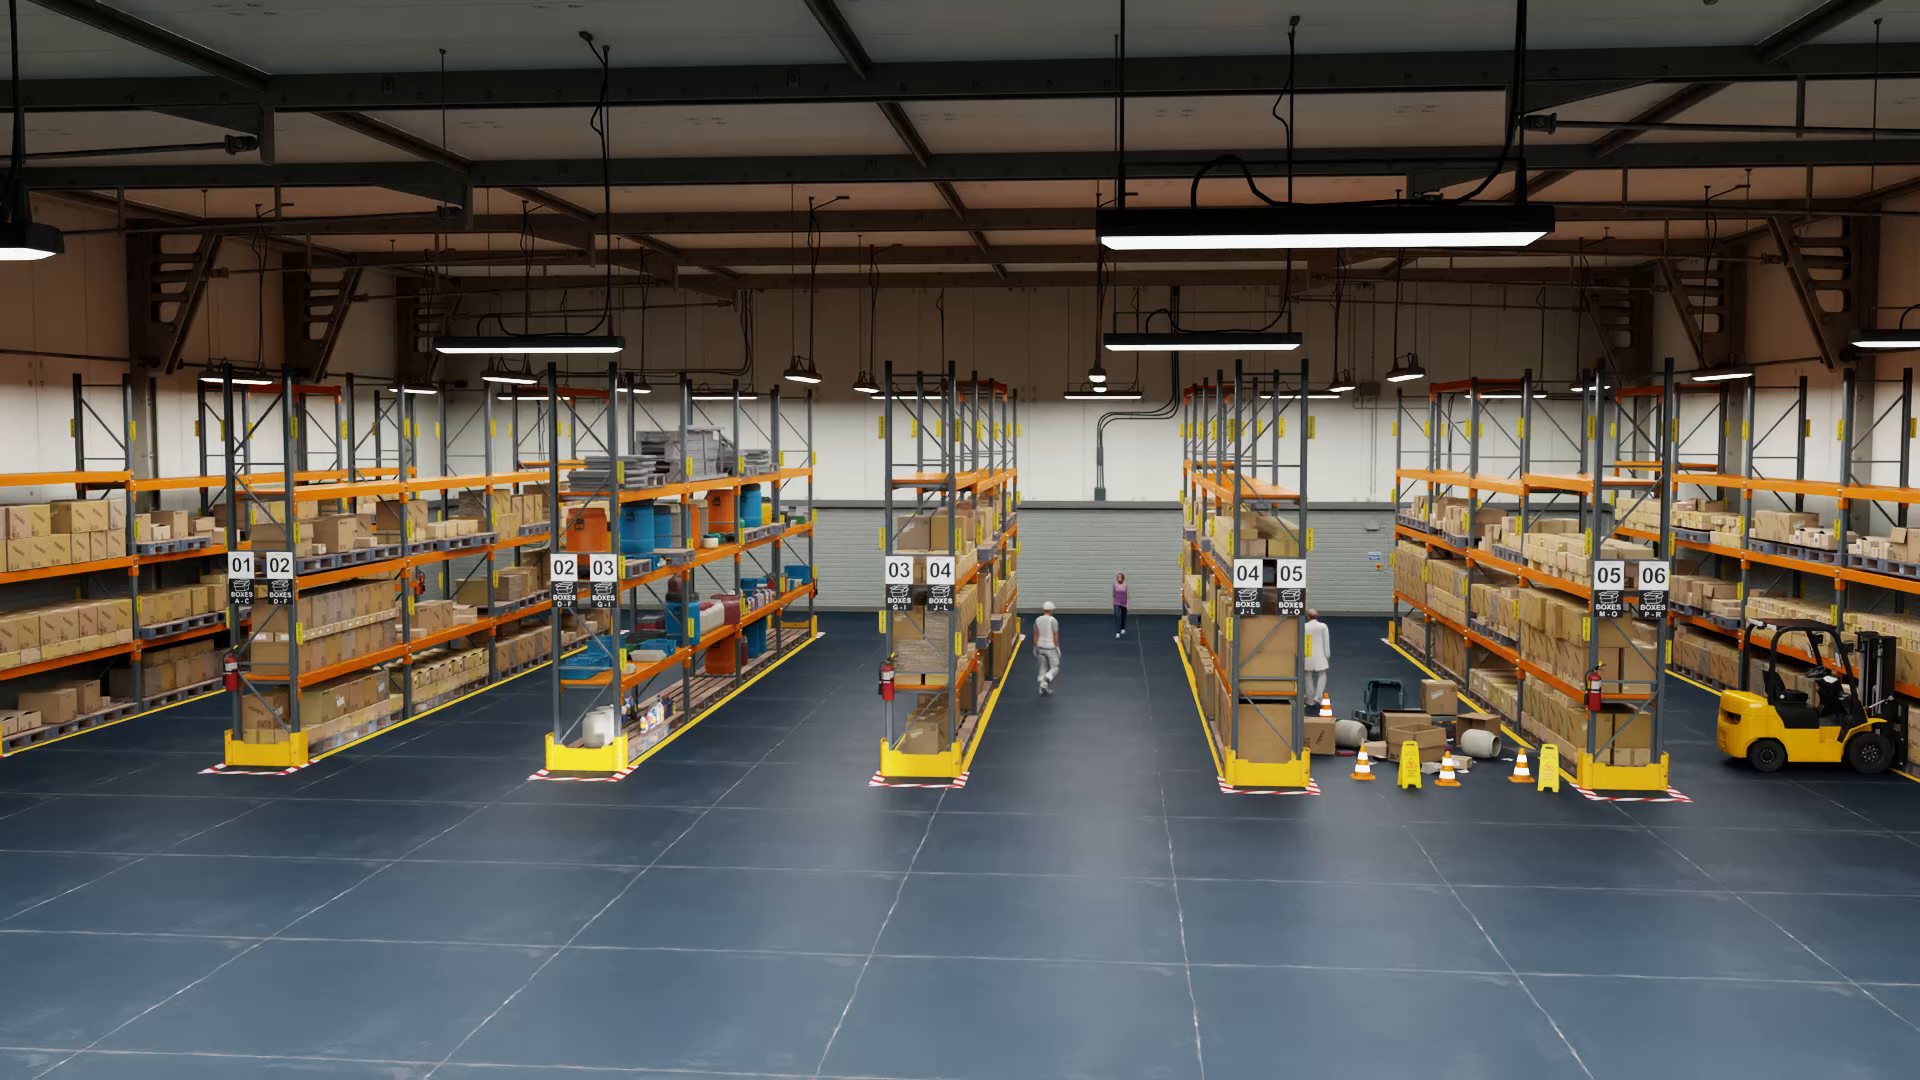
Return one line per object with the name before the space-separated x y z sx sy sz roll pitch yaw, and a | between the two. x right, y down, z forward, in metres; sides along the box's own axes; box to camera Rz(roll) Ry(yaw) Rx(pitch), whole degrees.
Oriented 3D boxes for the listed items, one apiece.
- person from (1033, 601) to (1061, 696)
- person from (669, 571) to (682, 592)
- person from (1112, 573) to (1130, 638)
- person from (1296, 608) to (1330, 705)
person | 1.611 2.055 31.287 0.588 1.787 0.551 3 5 42
person | -6.706 1.529 39.289 0.551 1.777 0.640 -3 5 -36
person | 3.888 1.616 40.186 0.420 1.437 0.972 0 4 4
person | 6.426 2.186 30.265 0.617 1.665 0.592 0 4 6
